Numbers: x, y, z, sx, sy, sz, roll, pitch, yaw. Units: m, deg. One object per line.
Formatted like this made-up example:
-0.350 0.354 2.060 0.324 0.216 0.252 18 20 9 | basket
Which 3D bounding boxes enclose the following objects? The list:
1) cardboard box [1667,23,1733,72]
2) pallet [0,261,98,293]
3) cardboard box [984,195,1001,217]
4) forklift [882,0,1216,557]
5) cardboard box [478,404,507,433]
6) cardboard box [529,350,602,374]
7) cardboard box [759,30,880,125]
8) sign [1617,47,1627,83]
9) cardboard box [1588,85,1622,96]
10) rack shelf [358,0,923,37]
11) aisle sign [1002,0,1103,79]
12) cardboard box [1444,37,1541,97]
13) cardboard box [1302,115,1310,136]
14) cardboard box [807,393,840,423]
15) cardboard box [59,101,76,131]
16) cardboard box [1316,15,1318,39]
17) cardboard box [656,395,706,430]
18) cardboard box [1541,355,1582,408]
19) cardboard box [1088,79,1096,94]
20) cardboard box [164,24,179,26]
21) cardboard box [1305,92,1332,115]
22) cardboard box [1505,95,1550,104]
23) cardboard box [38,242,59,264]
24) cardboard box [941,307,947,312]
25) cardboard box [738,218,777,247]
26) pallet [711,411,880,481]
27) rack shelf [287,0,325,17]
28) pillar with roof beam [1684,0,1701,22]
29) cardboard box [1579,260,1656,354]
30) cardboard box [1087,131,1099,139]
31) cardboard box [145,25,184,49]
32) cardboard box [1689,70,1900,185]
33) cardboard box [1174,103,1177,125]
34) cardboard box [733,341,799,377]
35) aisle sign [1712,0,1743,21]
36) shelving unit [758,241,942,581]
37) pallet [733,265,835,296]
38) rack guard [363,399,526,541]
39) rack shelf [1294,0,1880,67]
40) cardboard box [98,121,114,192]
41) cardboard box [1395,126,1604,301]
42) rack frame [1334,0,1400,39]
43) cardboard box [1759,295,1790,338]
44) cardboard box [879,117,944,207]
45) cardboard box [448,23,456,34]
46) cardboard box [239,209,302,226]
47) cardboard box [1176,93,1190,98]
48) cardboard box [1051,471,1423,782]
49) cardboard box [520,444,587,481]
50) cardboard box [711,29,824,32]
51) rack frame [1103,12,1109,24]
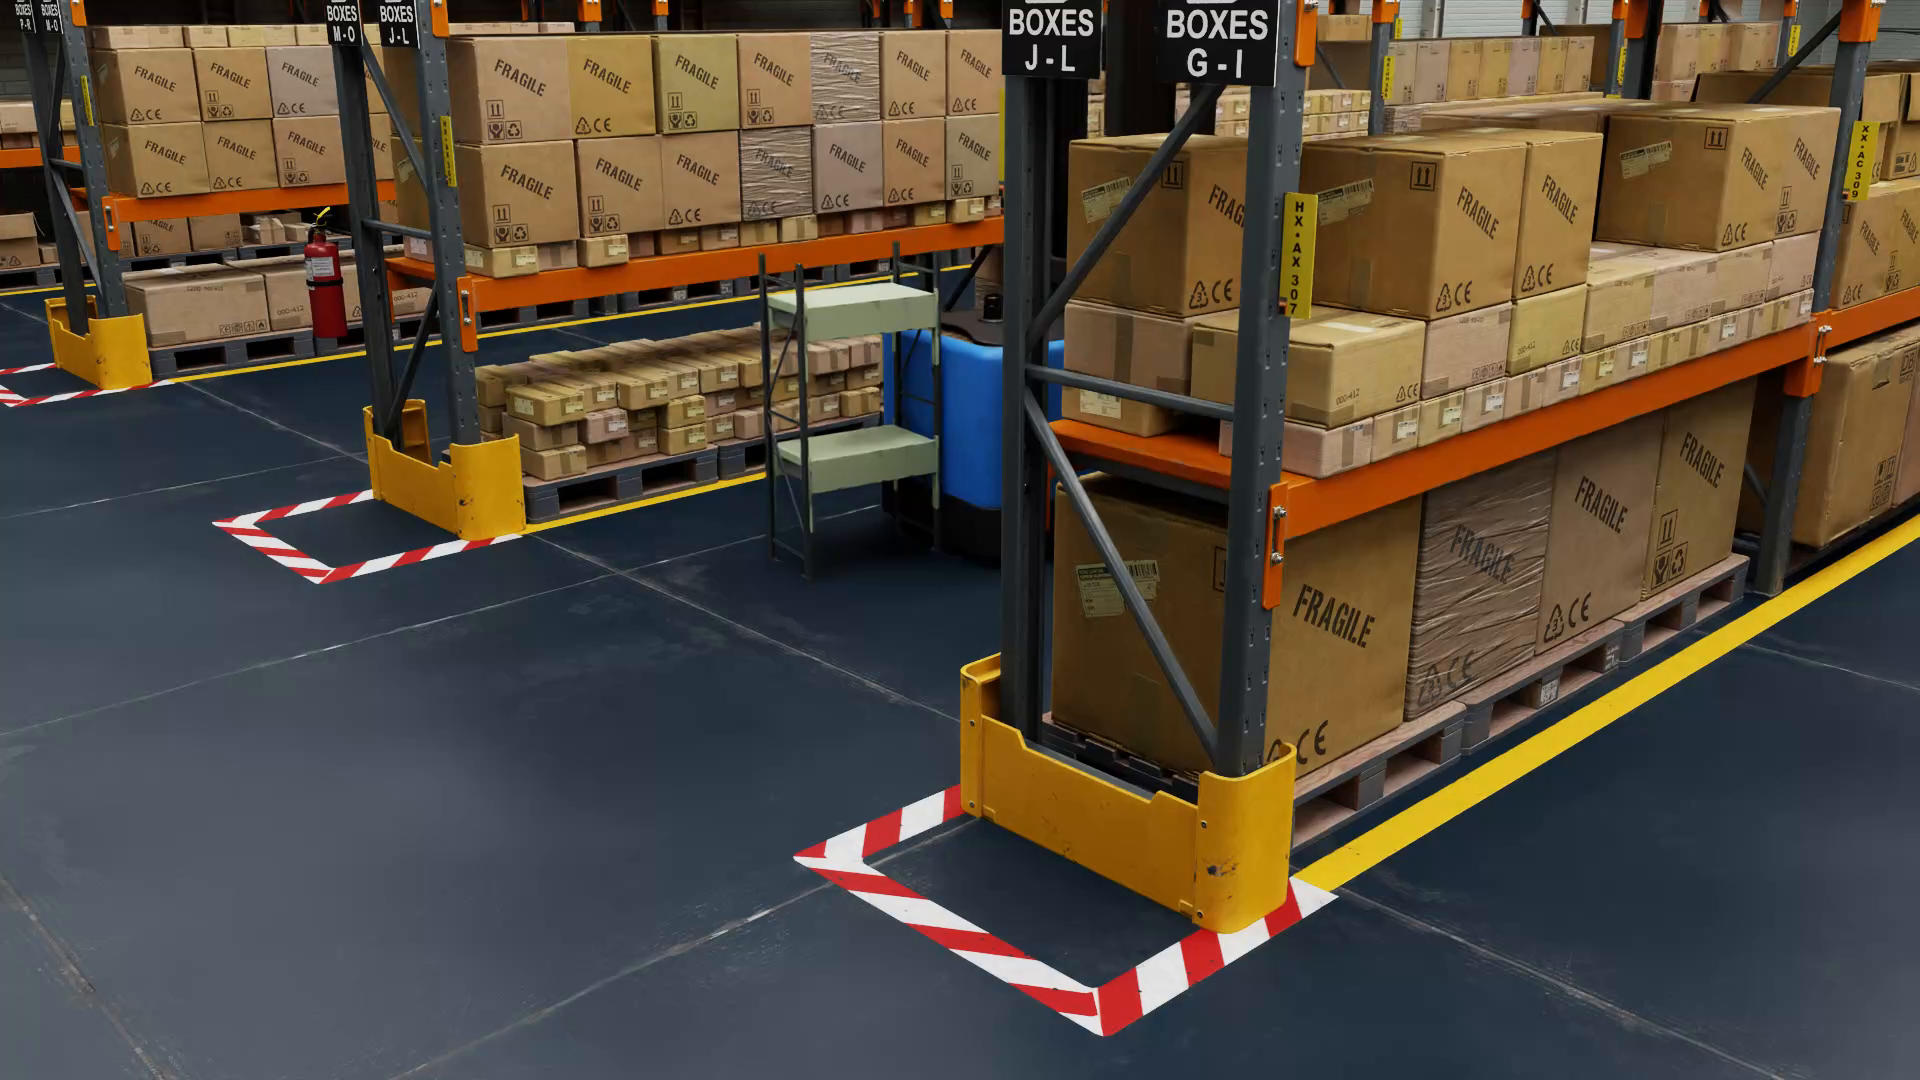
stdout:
7.678 -5.242 17.796 0.550 0.550 0.875 -16 24 -41 | cardboard box
-9.068 -2.620 16.225 1.213 0.211 1.003 -16 24 -41 | pallet
0.045 -2.177 10.744 0.250 0.149 0.380 -17 24 -41 | cardboard box
1.101 -1.624 8.741 3.031 2.935 1.130 -12 21 -32 | forklift
-2.628 -0.723 9.311 0.250 0.149 0.380 -17 25 -42 | cardboard box
-2.281 -0.981 9.625 0.250 0.149 0.380 -17 25 -42 | cardboard box
-0.818 -2.698 9.678 0.500 0.500 0.500 -15 24 -39 | cardboard box
6.284 -4.499 15.747 0.005 0.325 0.100 -16 24 -41 | sign
6.164 -4.257 16.508 0.550 0.550 0.875 -16 24 -41 | cardboard box
-1.362 -3.071 9.395 4.000 0.370 1.077 -16 24 -41 | rack shelf
0.261 -1.718 4.704 0.004 0.787 0.394 -16 24 -41 | aisle sign
4.808 -4.305 15.116 0.500 0.500 0.700 -16 24 -40 | cardboard box
2.388 -3.106 12.446 0.250 0.149 0.380 -16 24 -41 | cardboard box
-0.947 -0.834 10.136 0.250 0.149 0.380 -16 24 -40 | cardboard box
-8.455 -4.083 15.974 0.500 0.250 0.500 -17 24 -42 | cardboard box
3.985 -6.237 20.591 0.500 0.500 0.700 -16 24 -41 | cardboard box
-1.642 -0.748 9.387 0.250 0.149 0.380 -15 23 -39 | cardboard box
1.937 -0.584 5.830 0.250 0.149 0.380 -17 24 -41 | cardboard box
1.133 -5.108 18.050 0.500 0.500 0.500 17 24 42 | cardboard box
-5.868 -3.735 12.307 0.250 0.149 0.380 -17 24 -41 | cardboard box
2.582 -3.306 12.579 0.250 0.149 0.380 -15 23 -39 | cardboard box
4.975 -3.768 15.080 0.500 0.500 0.500 -16 24 -40 | cardboard box
-8.857 -2.795 16.183 0.380 0.149 0.250 17 24 42 | cardboard box
-0.301 -1.510 11.255 0.250 0.149 0.380 -15 23 -39 | cardboard box
-1.256 -1.780 9.518 0.250 0.149 0.380 -15 23 -39 | cardboard box
-1.259 -0.673 10.219 1.213 0.211 1.003 -16 24 -41 | pallet
-8.249 -5.270 16.179 4.000 0.370 1.077 -16 24 -41 | rack shelf
21.195 -14.181 37.632 0.400 9.000 9.100 -16 24 -41 | pillar with roof beam
2.170 -0.870 6.064 0.500 0.250 0.500 -17 24 -42 | cardboard box
0.694 -2.612 10.921 0.250 0.149 0.380 -16 24 -40 | cardboard box
-5.700 -3.566 11.786 0.250 0.149 0.380 -16 24 -40 | cardboard box
3.884 -1.939 7.812 0.637 0.503 0.797 -17 25 -42 | cardboard box
1.263 -2.920 11.389 0.250 0.149 0.380 -17 24 -42 | cardboard box
-1.141 -1.082 9.934 0.250 0.149 0.380 -16 24 -41 | cardboard box
8.656 -6.271 18.749 0.004 0.787 0.394 -16 24 -41 | aisle sign
-0.515 -0.633 8.004 0.755 1.500 0.431 -12 21 -32 | shelving unit
-1.987 -2.611 16.197 1.213 0.211 1.003 -16 24 -41 | pallet
-2.760 -0.389 8.875 0.348 0.500 1.175 -16 24 -41 | rack guard
1.973 -1.938 5.900 4.000 0.370 1.077 -16 24 -41 | rack shelf
-6.121 -2.859 12.277 0.500 0.500 0.500 -16 24 -41 | cardboard box
1.789 -1.114 5.603 0.500 0.500 0.500 -17 25 -42 | cardboard box
5.337 -6.040 22.252 0.127 3.000 1.000 -16 24 -41 | rack frame
3.242 -0.965 7.003 0.250 0.149 0.380 -16 24 -40 | cardboard box
-0.444 -2.323 10.142 0.500 0.500 0.500 -17 25 -42 | cardboard box
-4.171 -3.992 13.098 0.250 0.149 0.380 -16 24 -41 | cardboard box
-7.438 -3.443 17.919 0.500 0.311 0.500 -15 23 -39 | cardboard box
1.575 -3.287 12.522 0.250 0.149 0.380 -15 23 -39 | cardboard box
0.929 0.228 5.682 0.875 0.875 0.875 -16 24 -41 | cardboard box
-2.214 -0.445 8.935 0.250 0.149 0.380 -16 24 -40 | cardboard box
-1.157 -2.820 10.054 0.500 0.500 0.500 -16 24 -40 | cardboard box
1.924 -7.152 25.680 0.127 3.000 1.000 -16 24 -41 | rack frame
